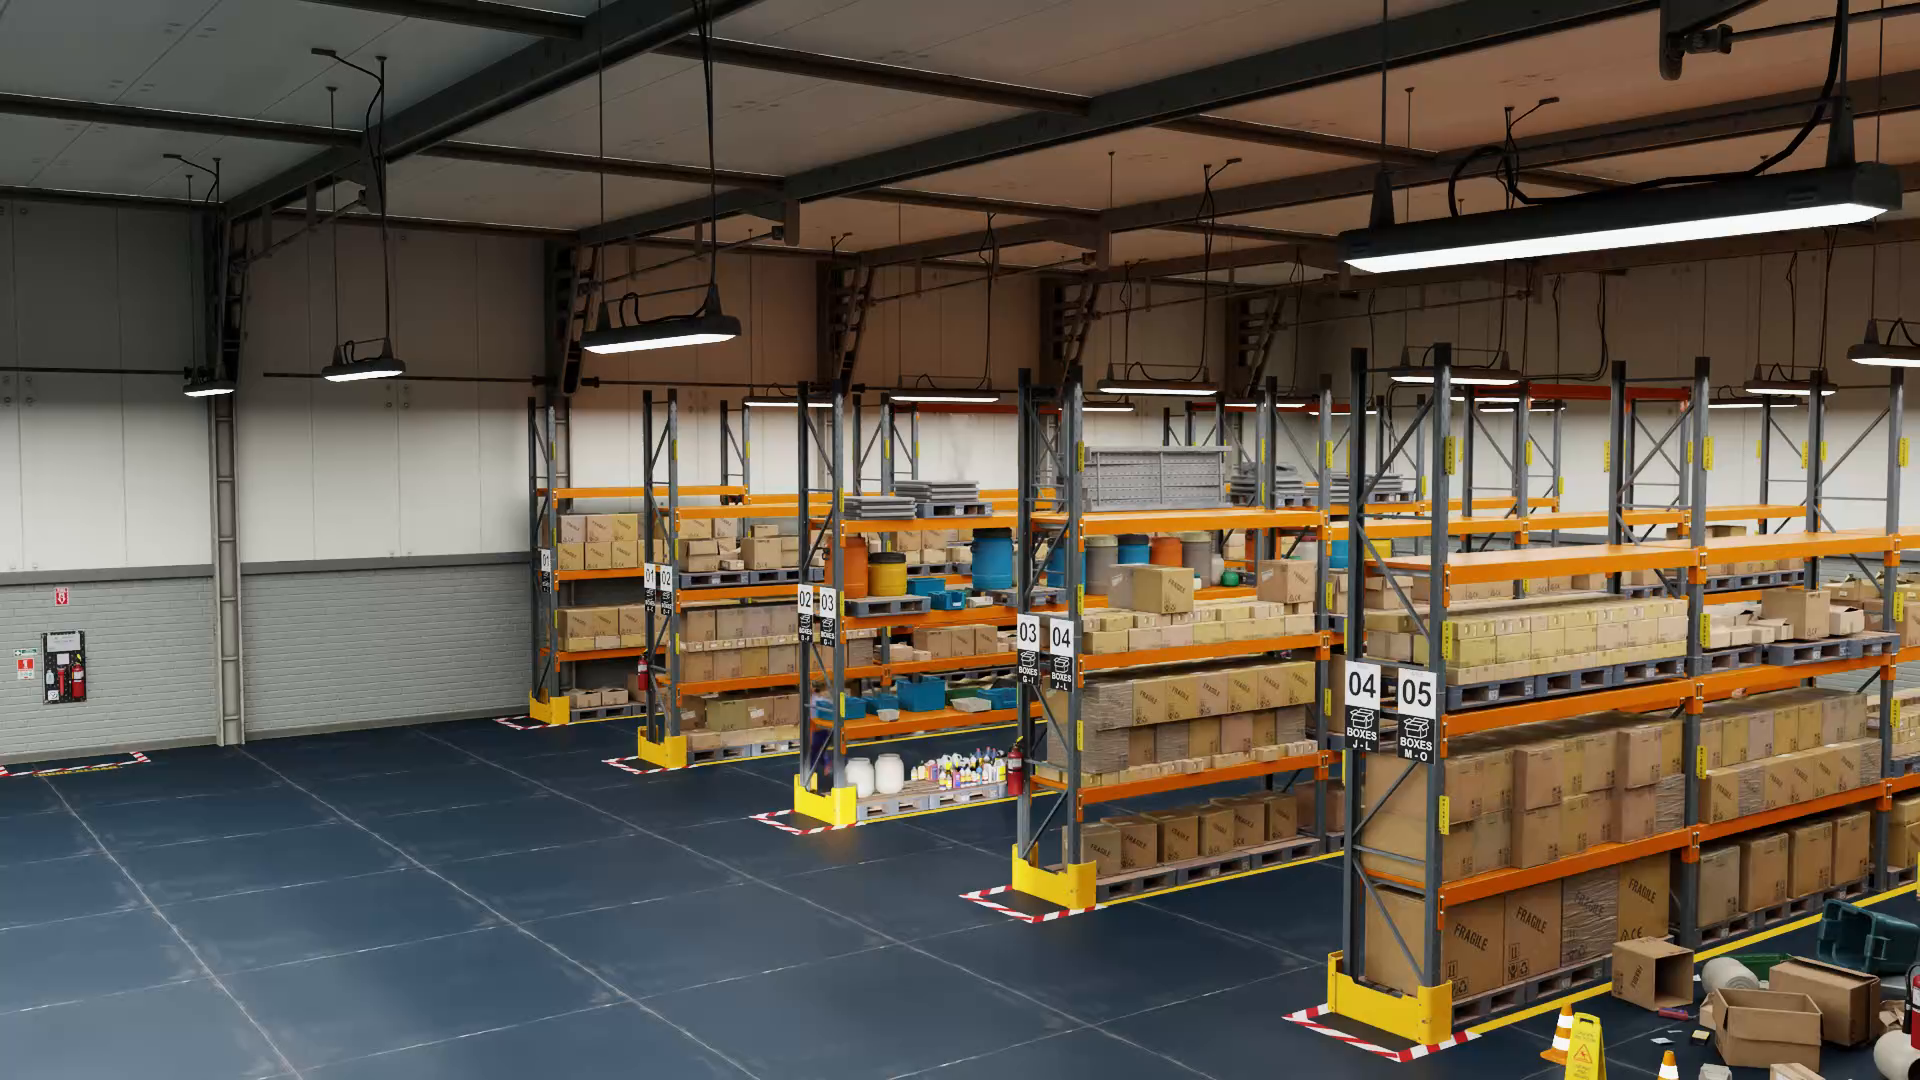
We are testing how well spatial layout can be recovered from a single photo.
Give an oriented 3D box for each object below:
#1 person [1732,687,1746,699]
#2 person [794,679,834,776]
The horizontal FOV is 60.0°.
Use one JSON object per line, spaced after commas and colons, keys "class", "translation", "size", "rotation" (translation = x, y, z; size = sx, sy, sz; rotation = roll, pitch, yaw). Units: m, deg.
{"class": "person", "translation": [11.405, 2.913, 24.331], "size": [0.882, 1.658, 0.589], "rotation": [-3, 5, -42]}
{"class": "person", "translation": [-2.130, 2.900, 24.917], "size": [0.776, 1.643, 0.621], "rotation": [-3, 4, -39]}
